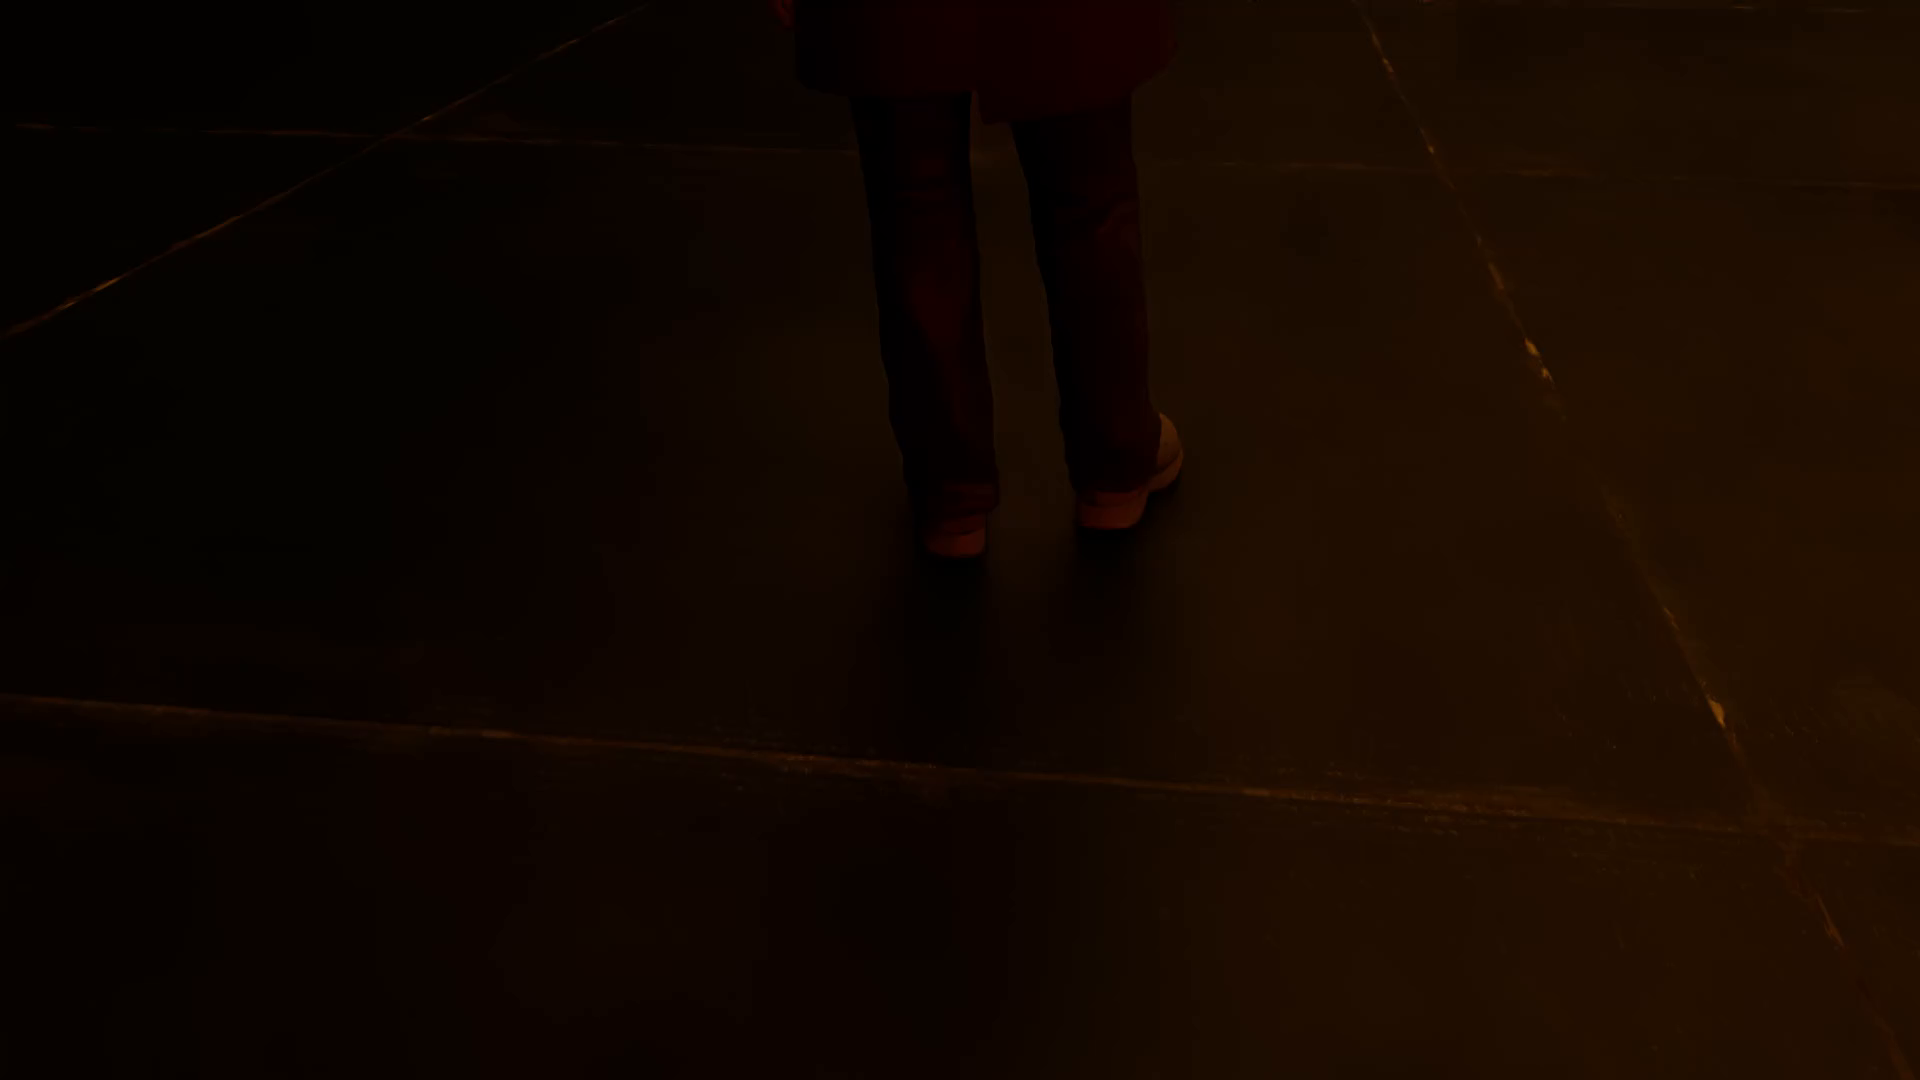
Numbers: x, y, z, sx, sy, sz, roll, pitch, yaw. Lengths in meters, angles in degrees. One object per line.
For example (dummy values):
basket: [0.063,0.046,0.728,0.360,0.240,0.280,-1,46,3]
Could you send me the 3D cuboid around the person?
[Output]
person: [0.017,-0.842,2.180,0.694,1.776,0.580,3,27,7]
